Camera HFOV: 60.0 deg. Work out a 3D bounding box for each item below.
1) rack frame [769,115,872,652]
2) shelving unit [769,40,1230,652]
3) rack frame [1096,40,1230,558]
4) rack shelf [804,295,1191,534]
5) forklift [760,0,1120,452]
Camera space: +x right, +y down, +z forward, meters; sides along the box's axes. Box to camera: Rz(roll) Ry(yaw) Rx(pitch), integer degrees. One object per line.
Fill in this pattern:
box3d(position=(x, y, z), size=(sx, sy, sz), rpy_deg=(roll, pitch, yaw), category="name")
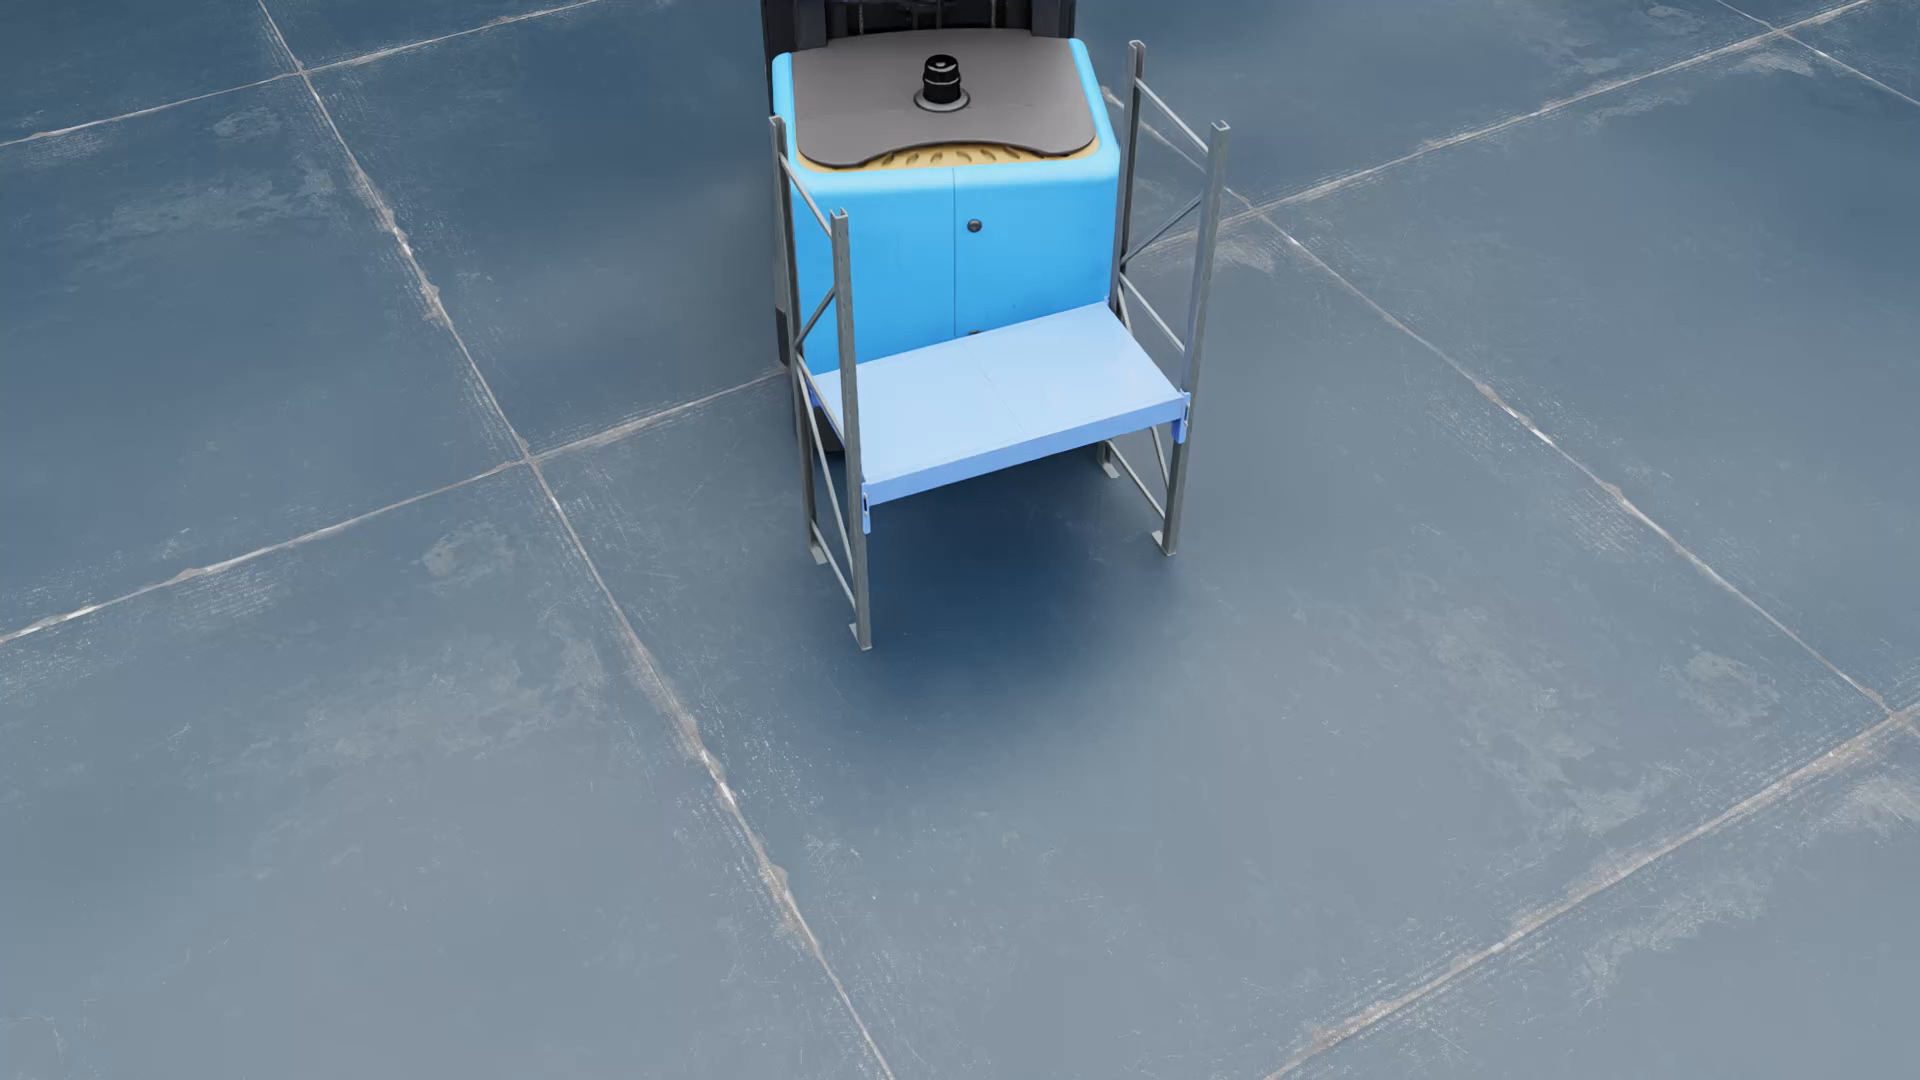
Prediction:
box3d(position=(-0.372, -0.372, 4.557), size=(0.032, 1.500, 0.500), rpy_deg=(-16, 46, -16), category="rack frame")
box3d(position=(0.097, -0.510, 4.699), size=(1.048, 1.500, 0.538), rpy_deg=(-16, 46, -16), category="shelving unit")
box3d(position=(0.565, -0.648, 4.841), size=(0.032, 1.500, 0.500), rpy_deg=(-16, 46, -16), category="rack frame")
box3d(position=(0.097, -0.381, 4.824), size=(1.000, 0.185, 0.538), rpy_deg=(-16, 46, -16), category="rack shelf")
box3d(position=(-0.170, -2.368, 5.585), size=(1.130, 2.935, 3.031), rpy_deg=(-4, 44, -4), category="forklift")
